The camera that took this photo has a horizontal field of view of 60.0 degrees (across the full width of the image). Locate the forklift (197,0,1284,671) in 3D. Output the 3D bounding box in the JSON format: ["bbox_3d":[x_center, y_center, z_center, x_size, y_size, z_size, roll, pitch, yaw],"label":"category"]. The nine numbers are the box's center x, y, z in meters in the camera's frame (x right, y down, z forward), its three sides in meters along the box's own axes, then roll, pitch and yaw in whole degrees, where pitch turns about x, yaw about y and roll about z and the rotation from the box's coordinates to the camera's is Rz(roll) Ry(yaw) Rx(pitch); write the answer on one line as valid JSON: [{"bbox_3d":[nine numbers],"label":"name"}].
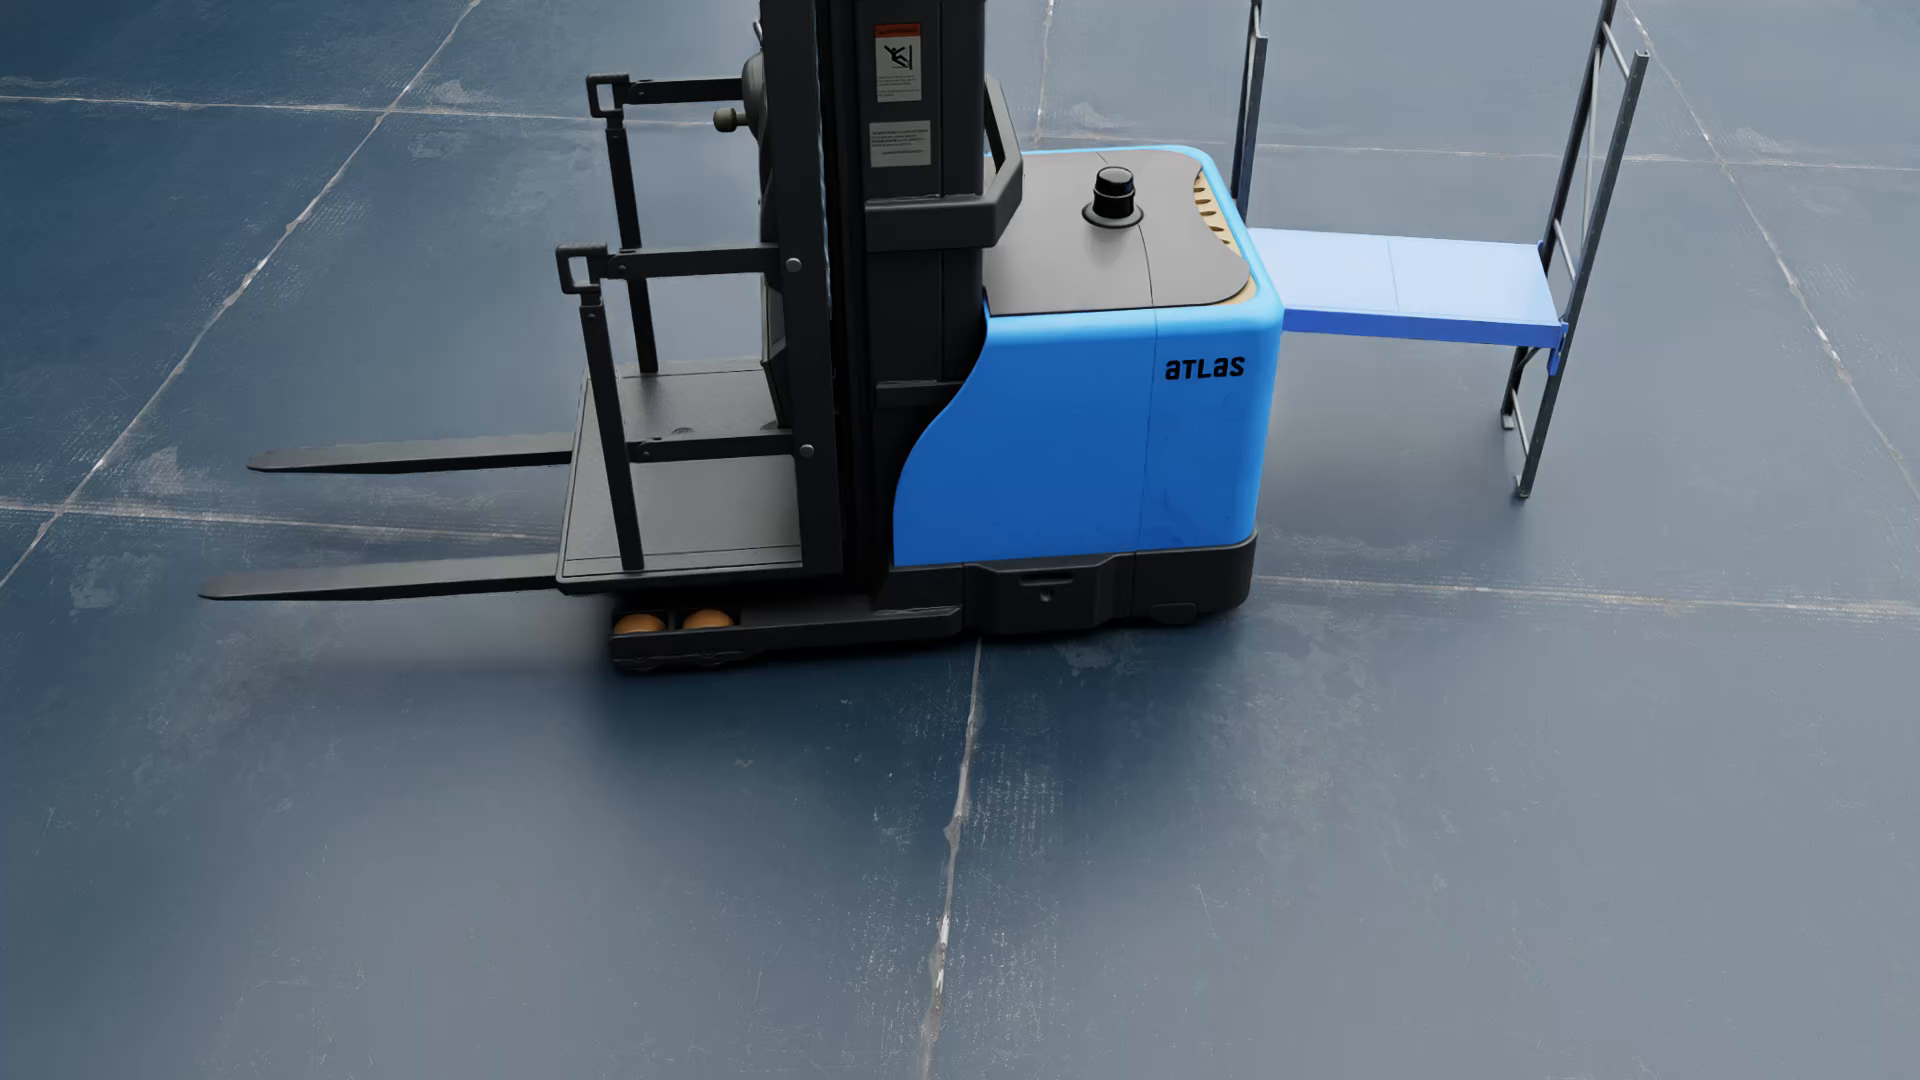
[{"bbox_3d":[-0.687,-1.112,4.295,3.031,2.935,1.130,-4,39,-4],"label":"forklift"}]

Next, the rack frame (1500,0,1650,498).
[{"bbox_3d":[1.872,-0.877,5.139,0.032,1.500,0.500,4,39,5],"label":"rack frame"}]

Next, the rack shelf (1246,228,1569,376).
[{"bbox_3d":[1.367,-0.777,5.301,1.000,0.185,0.538,4,39,5],"label":"rack shelf"}]

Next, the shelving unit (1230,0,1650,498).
[{"bbox_3d":[1.367,-0.916,5.188,1.048,1.500,0.538,4,39,5],"label":"shelving unit"}]

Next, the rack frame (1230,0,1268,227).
[{"bbox_3d":[0.863,-0.956,5.236,0.032,1.500,0.500,4,39,5],"label":"rack frame"}]
